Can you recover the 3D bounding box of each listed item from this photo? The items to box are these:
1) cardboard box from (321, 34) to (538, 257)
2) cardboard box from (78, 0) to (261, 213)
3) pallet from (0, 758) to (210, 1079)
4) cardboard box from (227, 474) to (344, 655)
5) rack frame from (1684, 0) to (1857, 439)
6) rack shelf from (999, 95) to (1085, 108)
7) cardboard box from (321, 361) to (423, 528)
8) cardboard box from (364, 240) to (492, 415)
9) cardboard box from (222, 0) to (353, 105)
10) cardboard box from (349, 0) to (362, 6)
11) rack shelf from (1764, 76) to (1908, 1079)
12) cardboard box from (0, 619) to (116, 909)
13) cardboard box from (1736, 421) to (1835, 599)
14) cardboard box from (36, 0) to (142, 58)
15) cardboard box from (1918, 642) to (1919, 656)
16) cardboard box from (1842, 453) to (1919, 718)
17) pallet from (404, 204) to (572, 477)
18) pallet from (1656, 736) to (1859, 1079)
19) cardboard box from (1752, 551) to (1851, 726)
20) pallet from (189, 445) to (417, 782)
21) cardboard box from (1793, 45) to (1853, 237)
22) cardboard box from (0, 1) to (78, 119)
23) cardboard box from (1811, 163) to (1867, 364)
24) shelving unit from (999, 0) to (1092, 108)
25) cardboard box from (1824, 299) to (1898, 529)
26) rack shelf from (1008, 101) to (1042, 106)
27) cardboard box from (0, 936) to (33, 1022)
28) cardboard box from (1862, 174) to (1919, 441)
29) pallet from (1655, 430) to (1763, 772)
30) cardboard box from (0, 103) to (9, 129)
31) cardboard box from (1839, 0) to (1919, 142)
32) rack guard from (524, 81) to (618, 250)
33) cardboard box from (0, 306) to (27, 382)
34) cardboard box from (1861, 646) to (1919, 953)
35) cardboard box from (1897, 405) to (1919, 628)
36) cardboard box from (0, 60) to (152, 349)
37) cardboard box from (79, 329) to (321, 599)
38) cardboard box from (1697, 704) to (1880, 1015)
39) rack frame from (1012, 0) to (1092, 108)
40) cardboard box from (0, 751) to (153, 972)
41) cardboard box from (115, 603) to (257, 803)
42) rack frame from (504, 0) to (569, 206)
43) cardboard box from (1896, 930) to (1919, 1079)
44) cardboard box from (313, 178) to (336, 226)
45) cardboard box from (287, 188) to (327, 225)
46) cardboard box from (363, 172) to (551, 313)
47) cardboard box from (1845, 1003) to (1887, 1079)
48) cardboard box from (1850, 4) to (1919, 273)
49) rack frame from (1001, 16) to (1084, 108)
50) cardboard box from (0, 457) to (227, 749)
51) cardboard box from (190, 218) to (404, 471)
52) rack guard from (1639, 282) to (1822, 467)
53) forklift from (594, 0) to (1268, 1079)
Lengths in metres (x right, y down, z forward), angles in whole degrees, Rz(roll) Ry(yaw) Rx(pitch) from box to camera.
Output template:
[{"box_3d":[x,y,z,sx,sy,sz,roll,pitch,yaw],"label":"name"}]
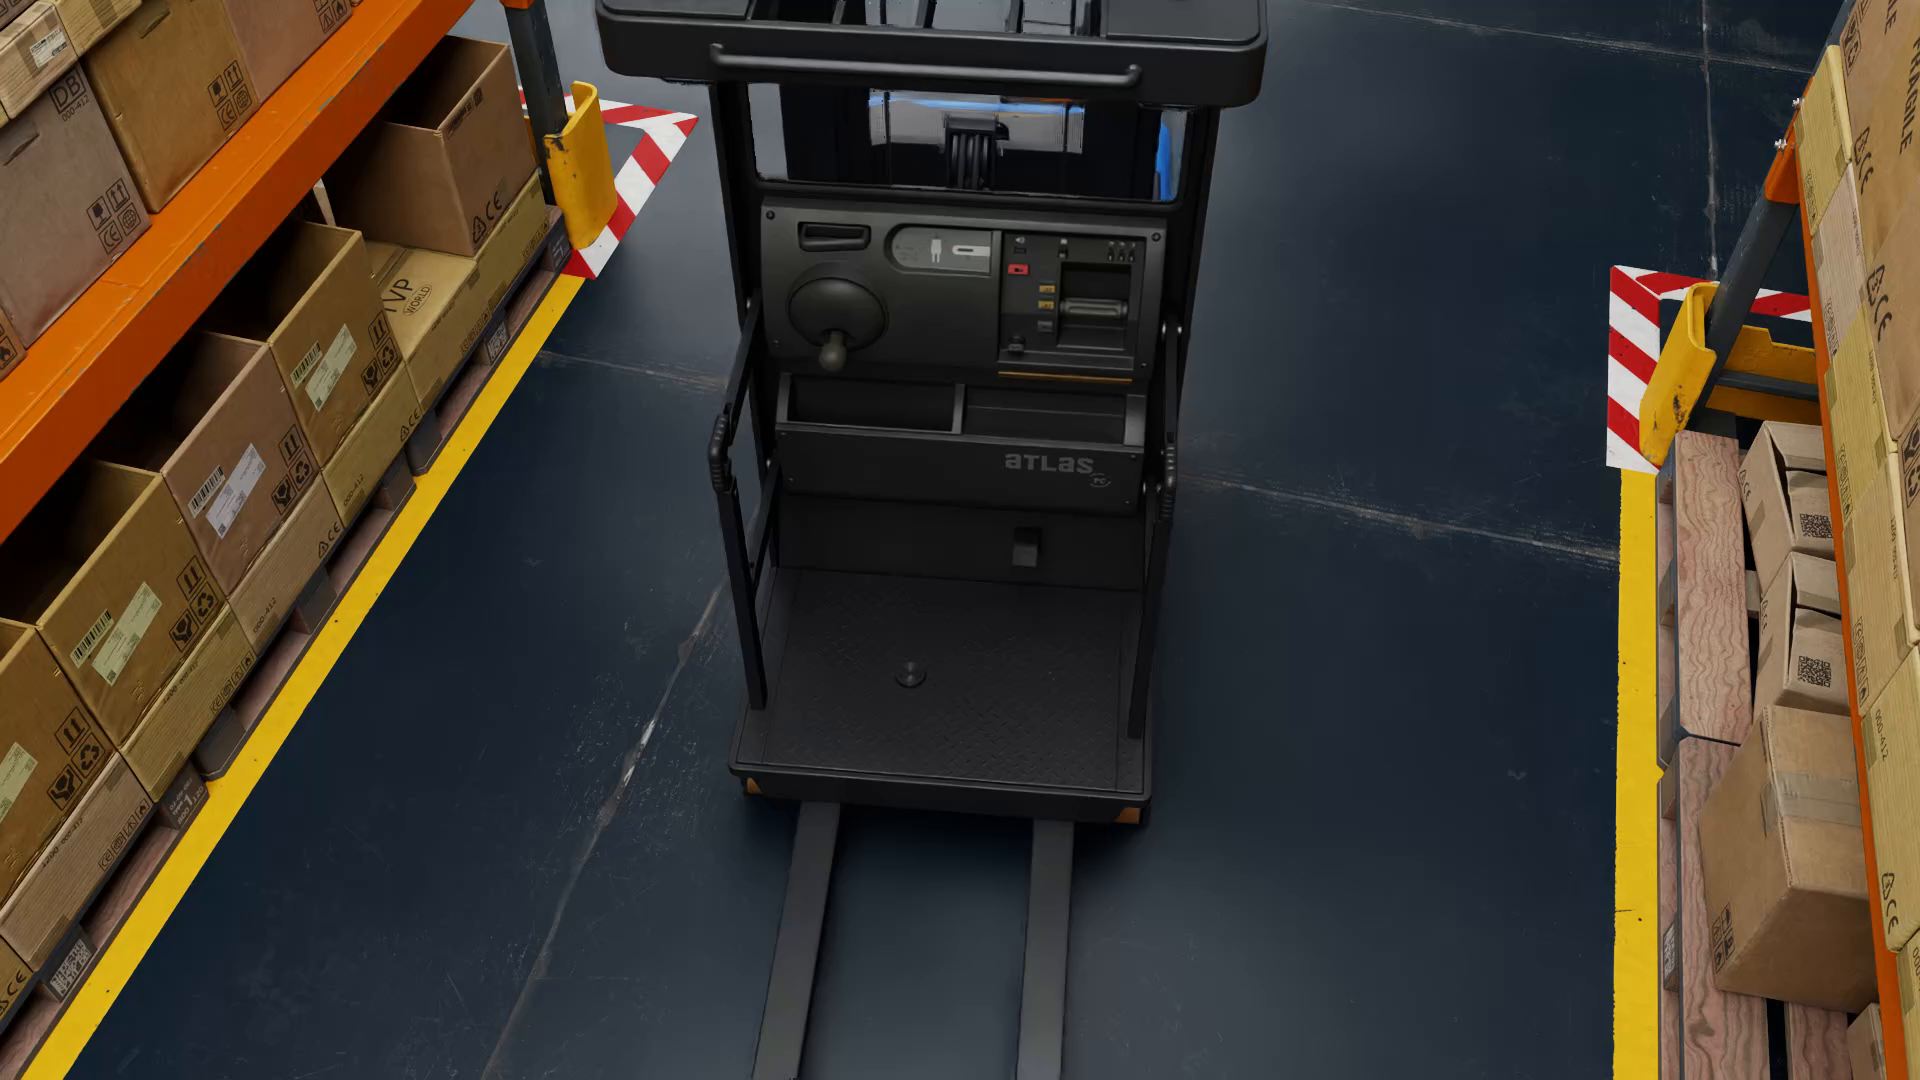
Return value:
[{"box_3d":[-1.767,-1.317,5.465,0.500,0.500,0.500,12,50,10],"label":"cardboard box"},{"box_3d":[-2.318,-1.245,4.282,0.700,0.500,0.500,12,50,10],"label":"cardboard box"},{"box_3d":[-2.716,0.963,4.259,1.003,0.211,1.213,12,50,10],"label":"pallet"},{"box_3d":[-2.152,0.018,4.787,0.500,0.250,0.500,12,50,10],"label":"cardboard box"},{"box_3d":[2.867,-1.311,4.407,1.000,3.000,0.127,12,50,10],"label":"rack frame"},{"box_3d":[0.264,-1.407,5.264,0.258,0.103,0.180,8,41,7],"label":"rack shelf"},{"box_3d":[-2.019,-0.343,5.106,0.500,0.250,0.500,12,50,10],"label":"cardboard box"},{"box_3d":[-1.889,-0.705,5.425,0.500,0.250,0.500,12,50,10],"label":"cardboard box"},{"box_3d":[-2.182,-1.603,4.598,0.700,0.500,0.500,13,50,11],"label":"cardboard box"},{"box_3d":[-2.048,-1.984,4.934,0.700,0.500,0.500,12,50,10],"label":"cardboard box"},{"box_3d":[2.341,0.374,3.399,1.077,0.370,4.000,12,50,10],"label":"rack shelf"},{"box_3d":[-2.417,0.493,3.868,0.500,0.500,0.500,12,50,10],"label":"cardboard box"},{"box_3d":[2.598,-0.084,4.824,0.500,0.311,0.500,7,49,6],"label":"cardboard box"},{"box_3d":[-2.169,-1.283,3.882,0.380,0.149,0.250,13,50,11],"label":"cardboard box"},{"box_3d":[1.909,0.250,2.615,0.500,0.500,0.500,10,49,9],"label":"cardboard box"},{"box_3d":[2.035,0.133,3.219,0.500,0.250,0.500,12,50,10],"label":"cardboard box"},{"box_3d":[-2.074,-0.802,5.817,1.003,0.211,1.213,12,50,10],"label":"pallet"},{"box_3d":[2.276,1.127,4.115,1.003,0.211,1.213,12,50,10],"label":"pallet"},{"box_3d":[2.448,0.328,4.460,0.500,0.311,0.500,15,50,13],"label":"cardboard box"},{"box_3d":[-2.397,0.078,5.040,1.003,0.211,1.213,12,50,10],"label":"pallet"},{"box_3d":[2.433,-0.978,4.199,0.500,0.250,0.500,10,49,9],"label":"cardboard box"},{"box_3d":[-2.236,-1.097,3.719,0.380,0.149,0.250,11,49,10],"label":"cardboard box"},{"box_3d":[2.310,-0.599,3.865,0.500,0.250,0.500,10,49,9],"label":"cardboard box"},{"box_3d":[0.255,-1.167,5.470,0.258,1.200,0.189,8,41,7],"label":"shelving unit"},{"box_3d":[2.170,-0.232,3.541,0.500,0.250,0.500,11,49,9],"label":"cardboard box"},{"box_3d":[0.260,-1.316,5.342,0.258,0.103,0.180,8,41,7],"label":"rack shelf"},{"box_3d":[-2.551,1.103,3.830,0.500,0.250,0.500,12,50,10],"label":"cardboard box"},{"box_3d":[2.170,-0.502,3.279,0.500,0.500,0.500,10,49,9],"label":"cardboard box"},{"box_3d":[2.599,0.247,4.891,1.003,0.211,1.213,12,50,10],"label":"pallet"},{"box_3d":[-2.304,-0.918,3.560,0.380,0.149,0.250,11,50,10],"label":"cardboard box"},{"box_3d":[2.452,-1.230,3.922,0.500,0.500,0.500,12,50,10],"label":"cardboard box"},{"box_3d":[-1.906,-1.476,6.219,1.175,0.500,0.348,12,50,10],"label":"rack guard"},{"box_3d":[-2.586,-0.493,3.618,0.700,0.500,0.500,12,50,11],"label":"cardboard box"},{"box_3d":[1.903,0.497,2.897,0.500,0.250,0.500,11,50,10],"label":"cardboard box"},{"box_3d":[2.046,-0.127,2.948,0.500,0.500,0.500,13,50,11],"label":"cardboard box"},{"box_3d":[-2.453,-0.864,3.945,0.700,0.500,0.500,13,50,11],"label":"cardboard box"},{"box_3d":[-2.149,-0.229,4.505,0.500,0.500,0.500,12,50,10],"label":"cardboard box"},{"box_3d":[2.207,0.786,3.929,0.700,0.500,0.500,9,49,8],"label":"cardboard box"},{"box_3d":[0.272,-1.225,5.538,0.240,1.200,0.006,8,41,7],"label":"rack frame"},{"box_3d":[-2.414,0.742,4.148,0.500,0.250,0.500,12,50,10],"label":"cardboard box"},{"box_3d":[-2.278,0.381,4.467,0.500,0.250,0.500,12,50,10],"label":"cardboard box"},{"box_3d":[-1.913,-2.286,5.267,1.000,3.000,0.127,12,50,10],"label":"rack frame"},{"box_3d":[1.786,0.864,2.573,0.500,0.250,0.500,12,50,10],"label":"cardboard box"},{"box_3d":[-2.269,-1.171,5.837,0.500,0.250,0.500,12,50,10],"label":"cardboard box"},{"box_3d":[-2.398,-1.057,5.236,0.500,0.500,0.500,12,50,10],"label":"cardboard box"},{"box_3d":[-1.769,-1.069,5.747,0.500,0.250,0.500,12,50,10],"label":"cardboard box"},{"box_3d":[2.255,1.227,3.774,0.380,0.149,0.250,8,49,7],"label":"cardboard box"},{"box_3d":[2.312,-0.875,3.608,0.500,0.500,0.500,12,50,10],"label":"cardboard box"},{"box_3d":[0.237,-1.109,5.401,0.240,1.200,0.006,8,41,7],"label":"rack frame"},{"box_3d":[-2.278,0.133,4.186,0.500,0.500,0.500,12,50,10],"label":"cardboard box"},{"box_3d":[-2.016,-0.590,4.824,0.500,0.500,0.500,12,50,10],"label":"cardboard box"},{"box_3d":[2.847,-0.429,5.295,1.175,0.500,0.348,12,50,10],"label":"rack guard"},{"box_3d":[-0.015,-0.468,3.708,1.130,2.935,3.031,4,49,3],"label":"forklift"}]
